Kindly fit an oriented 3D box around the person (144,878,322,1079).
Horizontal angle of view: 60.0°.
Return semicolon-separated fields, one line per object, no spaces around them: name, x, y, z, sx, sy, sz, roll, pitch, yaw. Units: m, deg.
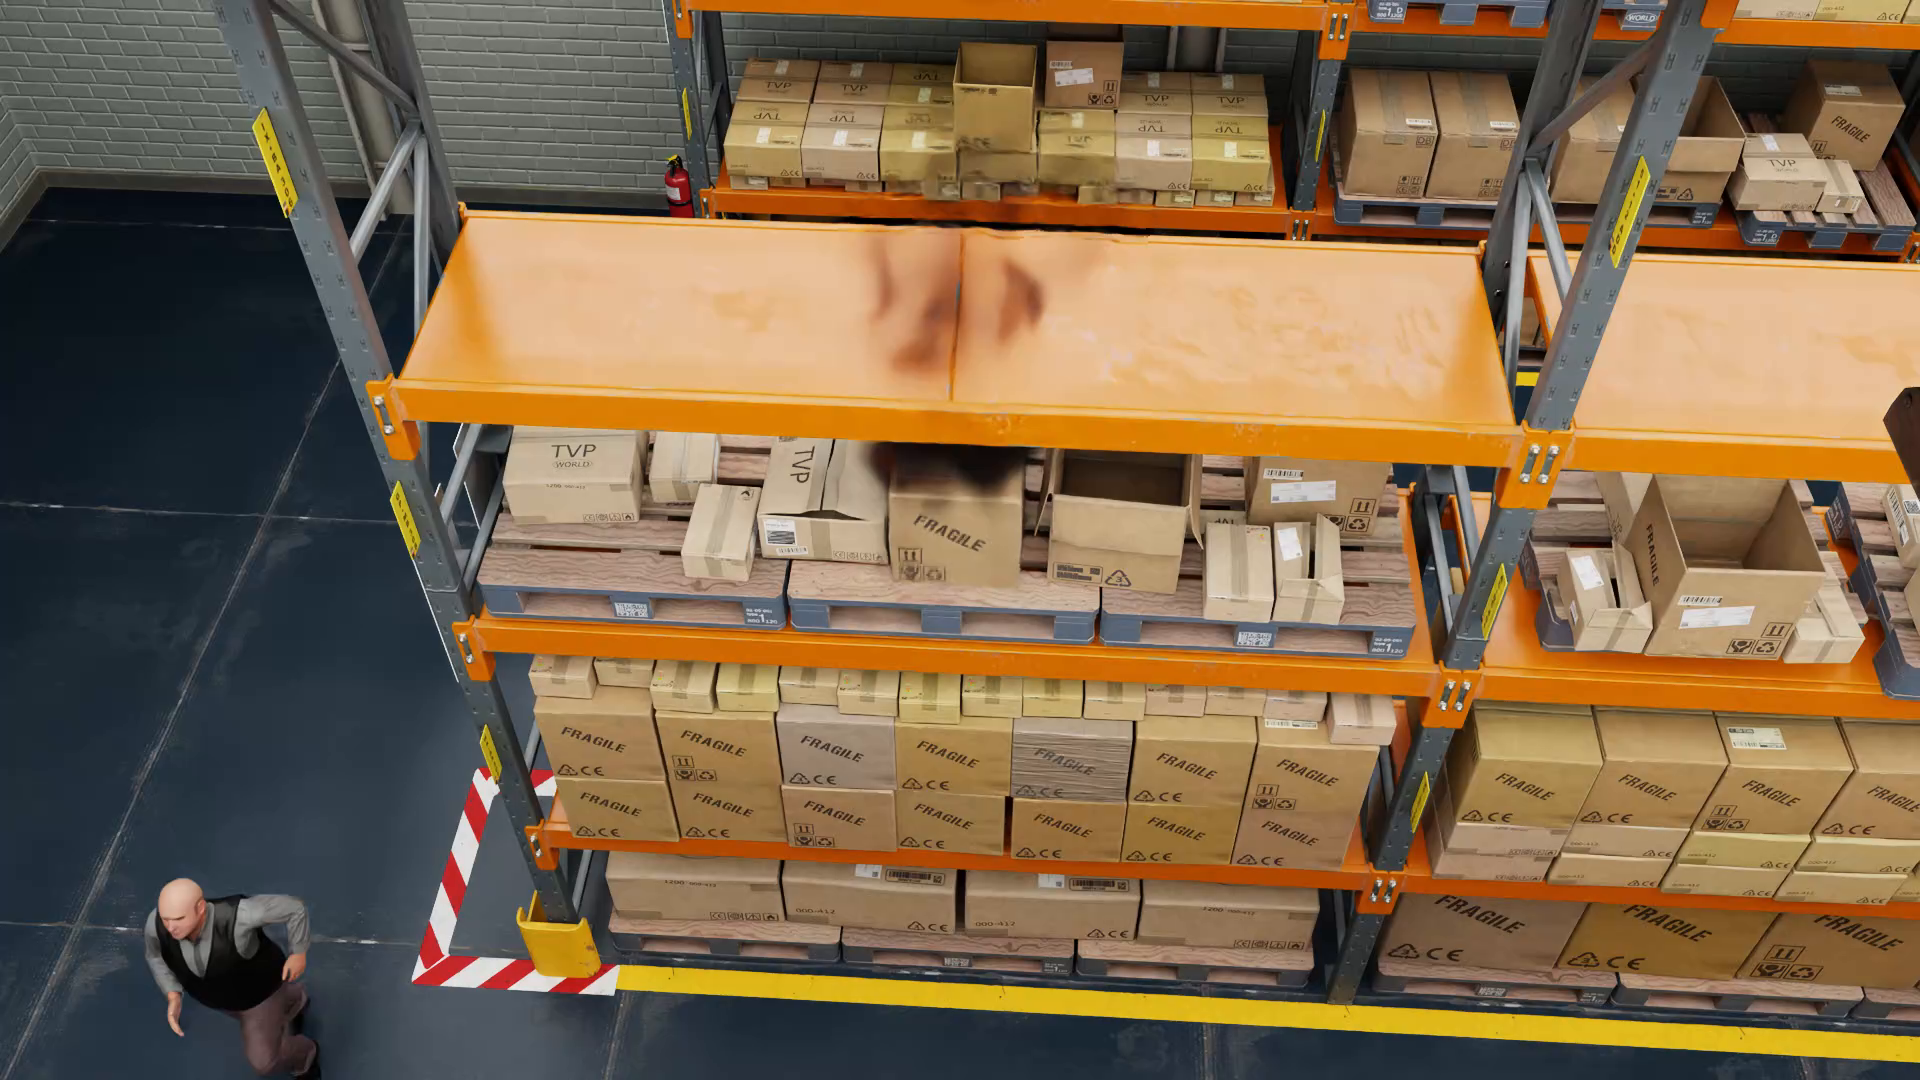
person;-3.324;2.090;7.727;0.676;1.783;0.735;4;48;4
